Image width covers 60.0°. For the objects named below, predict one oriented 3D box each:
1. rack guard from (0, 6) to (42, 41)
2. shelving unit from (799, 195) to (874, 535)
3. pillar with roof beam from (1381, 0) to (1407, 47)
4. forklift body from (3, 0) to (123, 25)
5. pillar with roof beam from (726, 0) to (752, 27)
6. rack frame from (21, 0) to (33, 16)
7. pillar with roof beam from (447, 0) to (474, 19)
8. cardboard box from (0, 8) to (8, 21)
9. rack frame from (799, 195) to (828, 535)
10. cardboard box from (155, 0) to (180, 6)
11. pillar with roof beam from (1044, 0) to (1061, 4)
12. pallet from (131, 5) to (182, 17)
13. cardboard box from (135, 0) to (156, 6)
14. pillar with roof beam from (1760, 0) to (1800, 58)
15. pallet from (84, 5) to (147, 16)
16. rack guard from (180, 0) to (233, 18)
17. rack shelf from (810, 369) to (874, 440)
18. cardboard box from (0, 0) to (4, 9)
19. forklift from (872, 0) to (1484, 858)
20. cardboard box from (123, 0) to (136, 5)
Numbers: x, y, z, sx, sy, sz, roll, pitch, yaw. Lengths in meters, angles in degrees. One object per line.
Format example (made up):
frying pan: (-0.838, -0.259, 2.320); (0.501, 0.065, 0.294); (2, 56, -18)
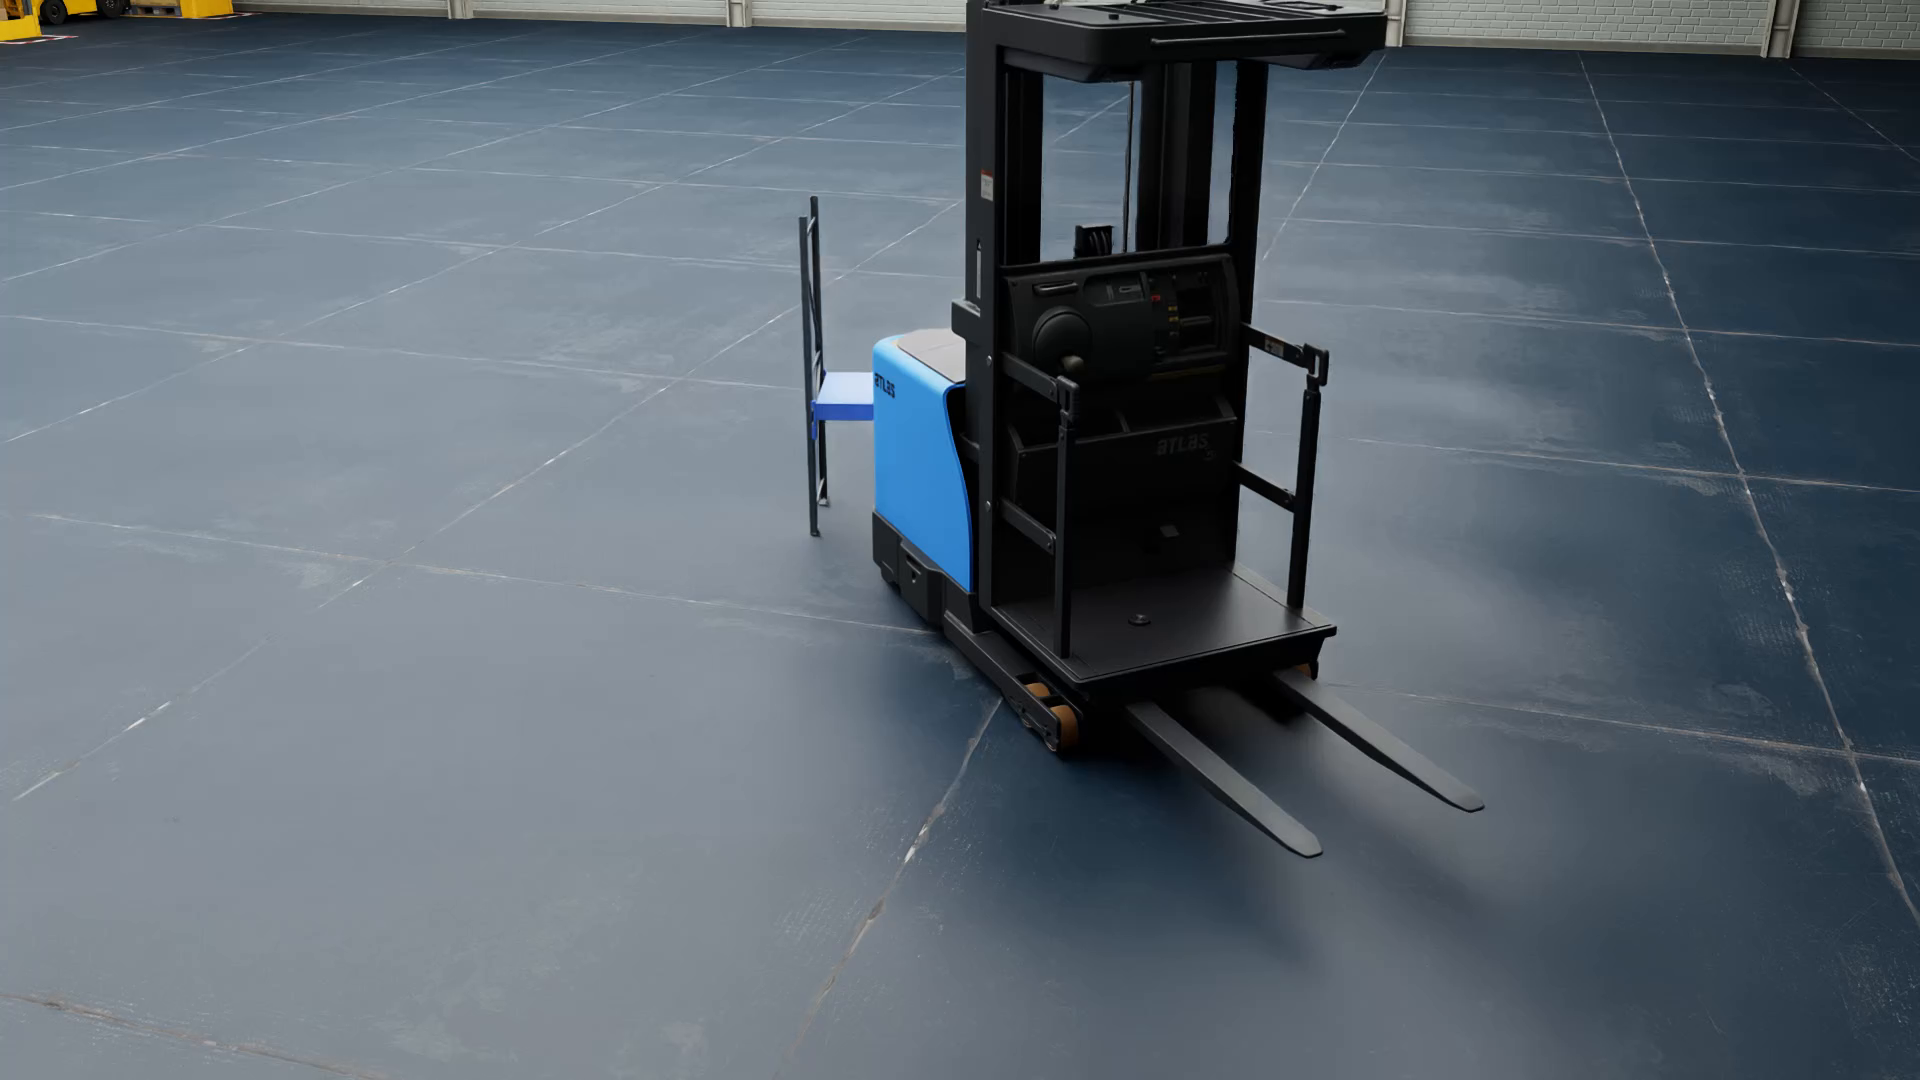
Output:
rack guard: (-16.754, -9.069, 29.221); (0.348, 0.500, 1.175); (7, 23, 16)
shelving unit: (-0.174, -0.805, 7.757); (1.048, 1.500, 0.538); (1, 22, 1)
pillar with roof beam: (6.076, -11.006, 22.743); (0.400, 9.000, 9.100); (7, 23, 16)
forklift body: (-17.594, -11.174, 32.176); (1.214, 2.155, 2.313); (7, 23, 16)
pillar with roof beam: (-5.413, -12.321, 25.950); (0.400, 9.000, 9.100); (7, 23, 16)
rack frame: (-16.681, -10.218, 28.727); (0.127, 3.000, 1.000); (7, 23, 16)
pillar with roof beam: (-11.157, -12.979, 27.554); (0.400, 9.000, 9.100); (7, 23, 16)
cardboard box: (-17.374, -9.329, 29.629); (0.500, 0.250, 0.500); (6, 23, 15)
rack frame: (-0.682, -0.811, 7.770); (0.032, 1.500, 0.500); (1, 22, 1)
cardboard box: (-15.792, -10.880, 33.412); (0.500, 0.250, 0.500); (7, 23, 16)
pillar with roof beam: (0.332, -11.663, 24.347); (0.400, 9.000, 9.100); (7, 23, 16)
pallet: (-15.995, -10.800, 33.821); (1.213, 0.211, 1.003); (7, 23, 16)
cardboard box: (-16.266, -10.938, 33.554); (0.500, 0.250, 0.500); (7, 23, 15)
pillar with roof beam: (11.820, -10.348, 21.140); (0.400, 9.000, 9.100); (7, 23, 16)
pallet: (-17.160, -10.934, 34.149); (1.213, 0.211, 1.003); (7, 23, 15)
rack guard: (-15.228, -10.862, 33.592); (0.348, 0.500, 1.175); (7, 23, 16)
rack shelf: (-0.174, -0.639, 7.825); (1.000, 0.185, 0.538); (1, 22, 1)
cardboard box: (-17.397, -9.678, 29.493); (0.500, 0.500, 0.500); (6, 23, 14)
forklift: (0.692, -0.789, 5.831); (1.130, 2.935, 3.031); (-10, 24, -23)
cardboard box: (-16.742, -10.996, 33.695); (0.500, 0.250, 0.500); (7, 23, 16)
